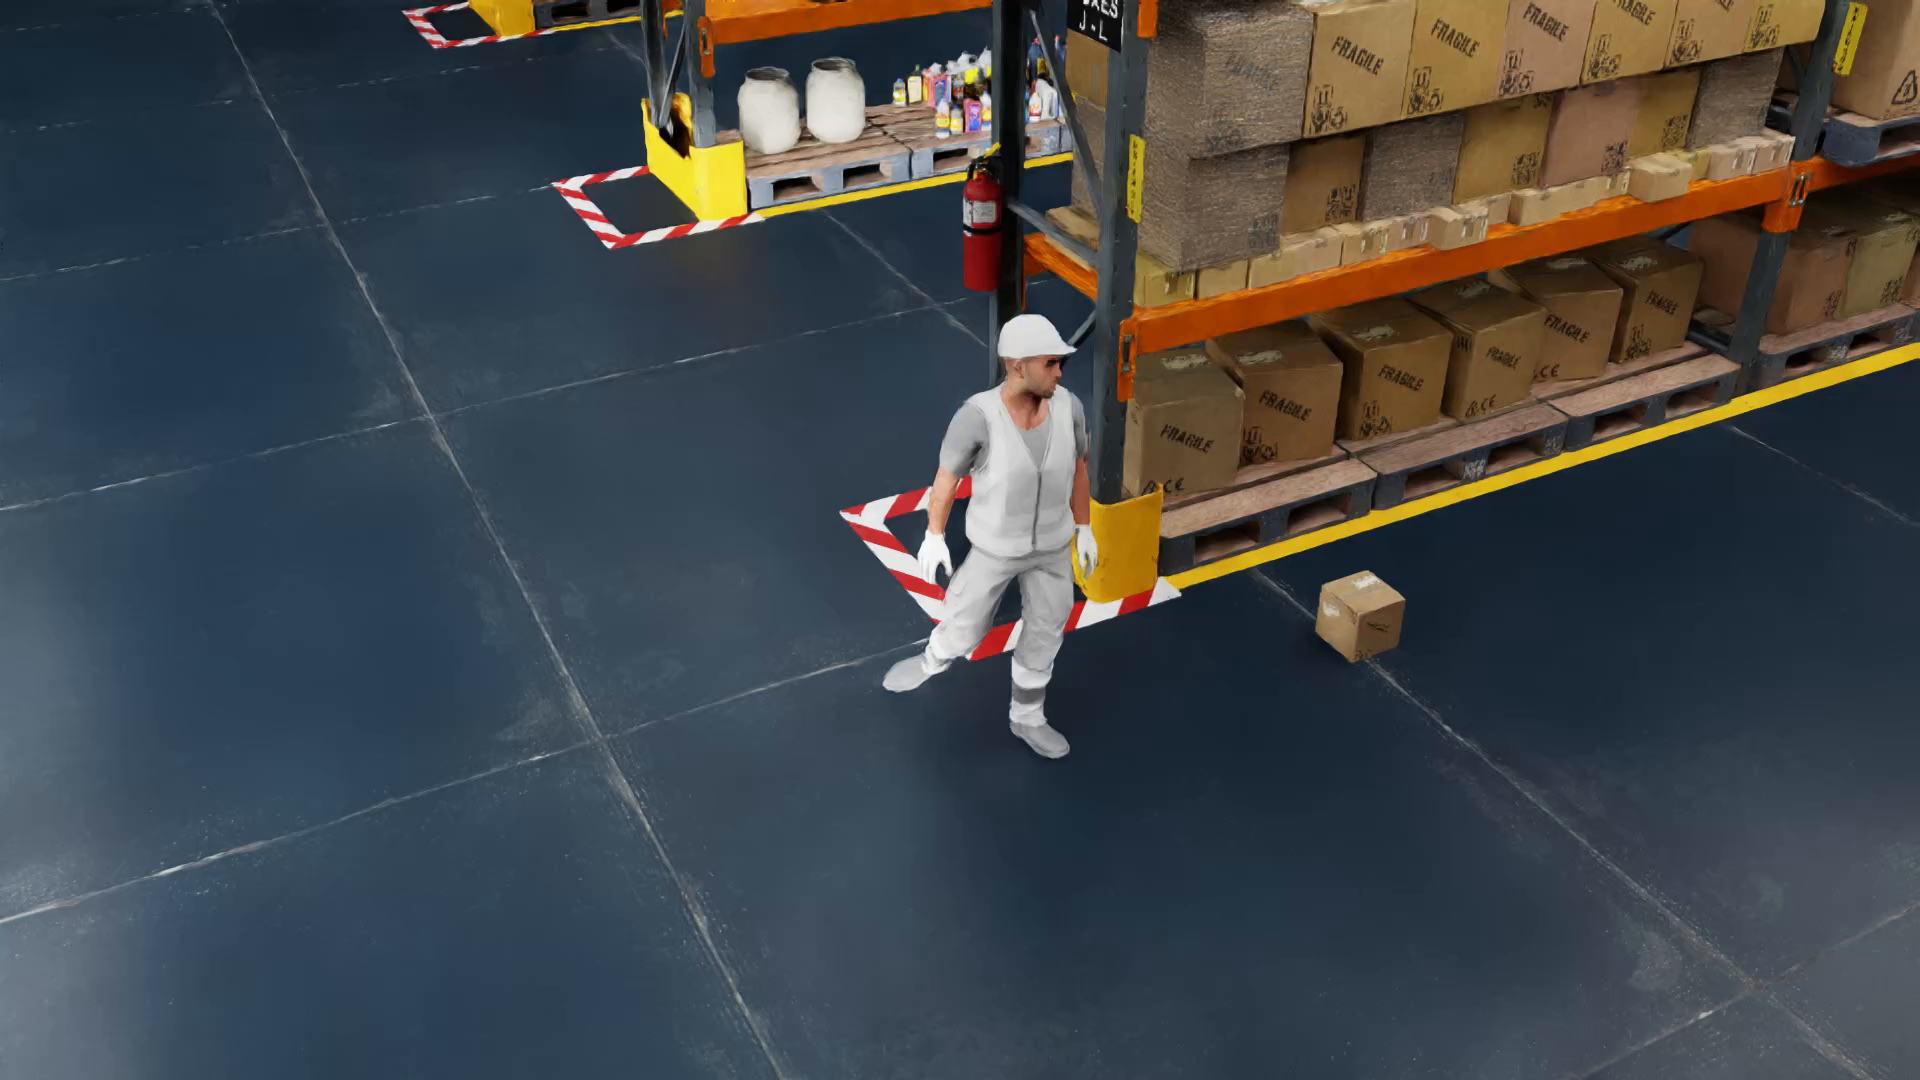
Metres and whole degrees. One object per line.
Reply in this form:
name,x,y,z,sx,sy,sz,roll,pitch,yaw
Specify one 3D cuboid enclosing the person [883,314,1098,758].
person,0.121,-0.015,6.144,0.737,1.787,0.628,-11,34,-17
